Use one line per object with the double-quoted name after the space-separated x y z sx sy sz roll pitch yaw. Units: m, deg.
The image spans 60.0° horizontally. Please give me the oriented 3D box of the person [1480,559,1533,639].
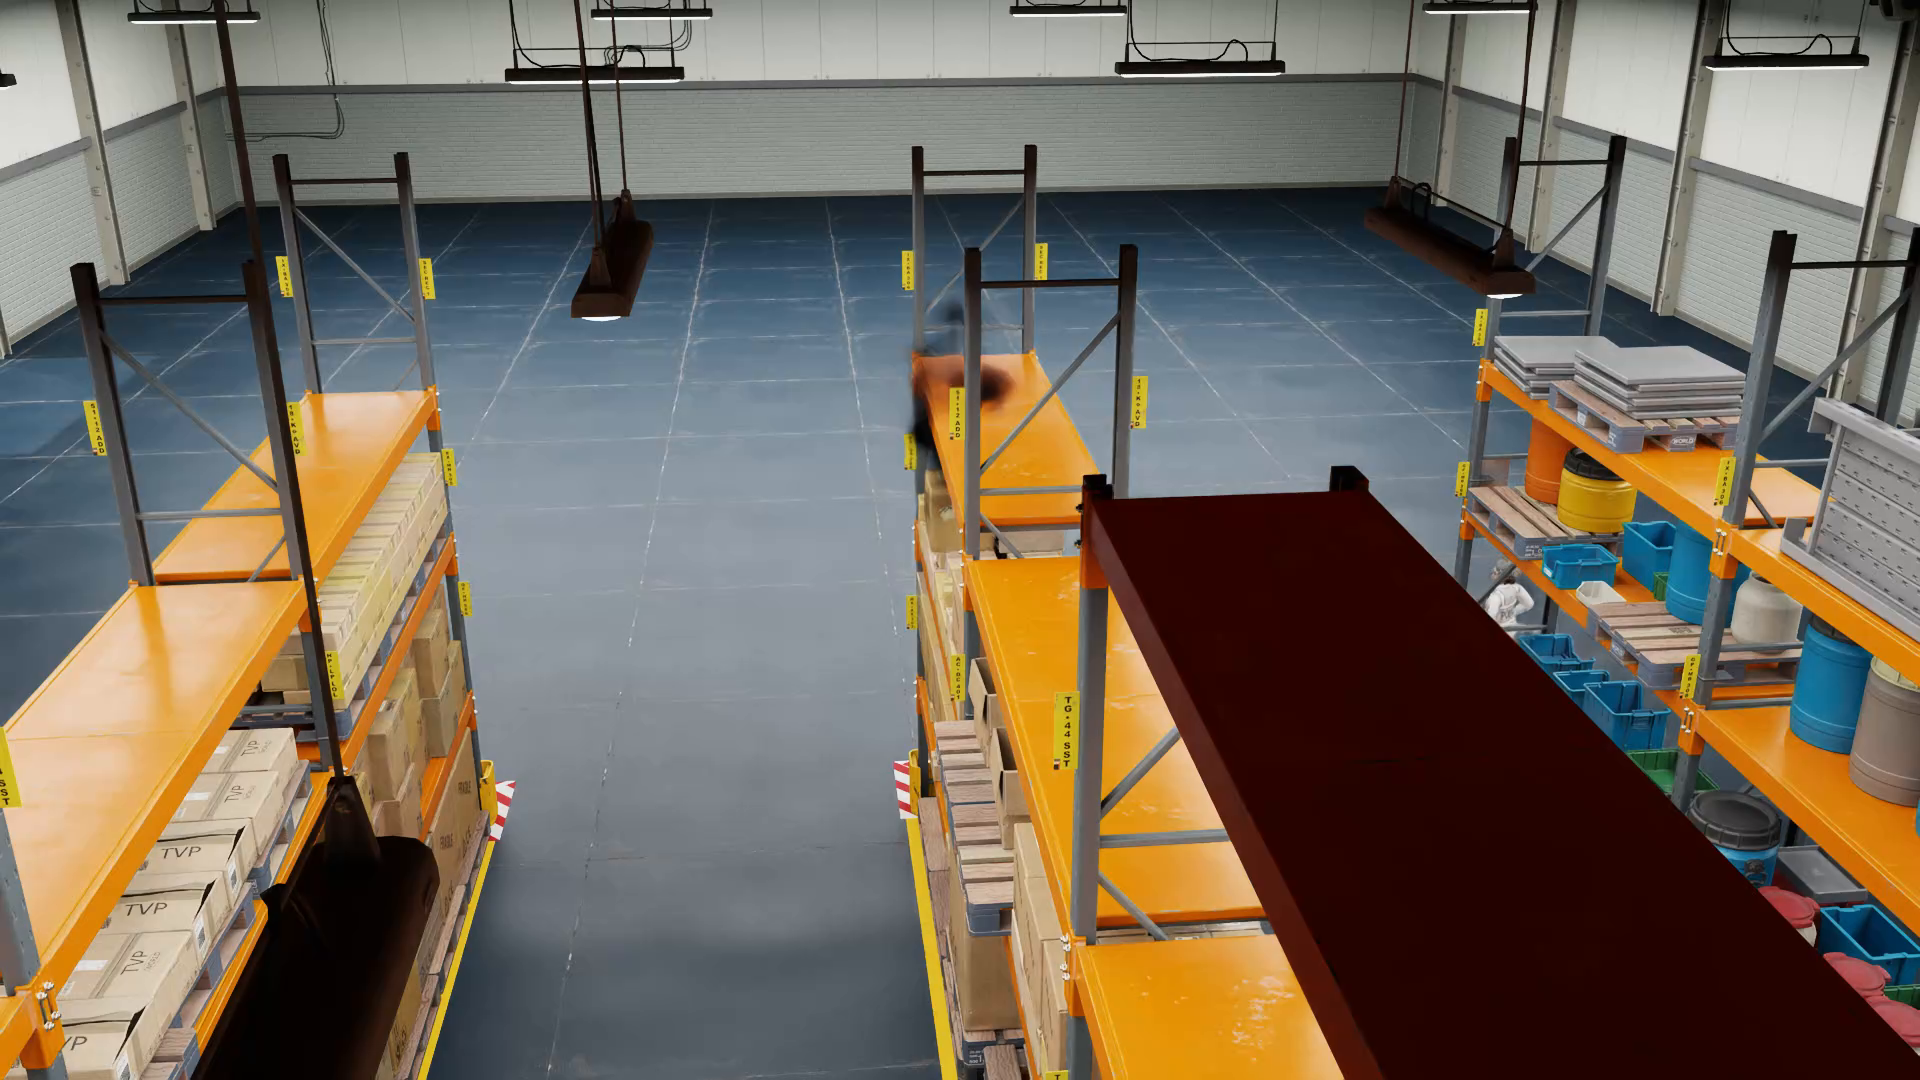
5.495 0.978 16.997 0.643 1.667 0.816 -18 28 -39 "person"
